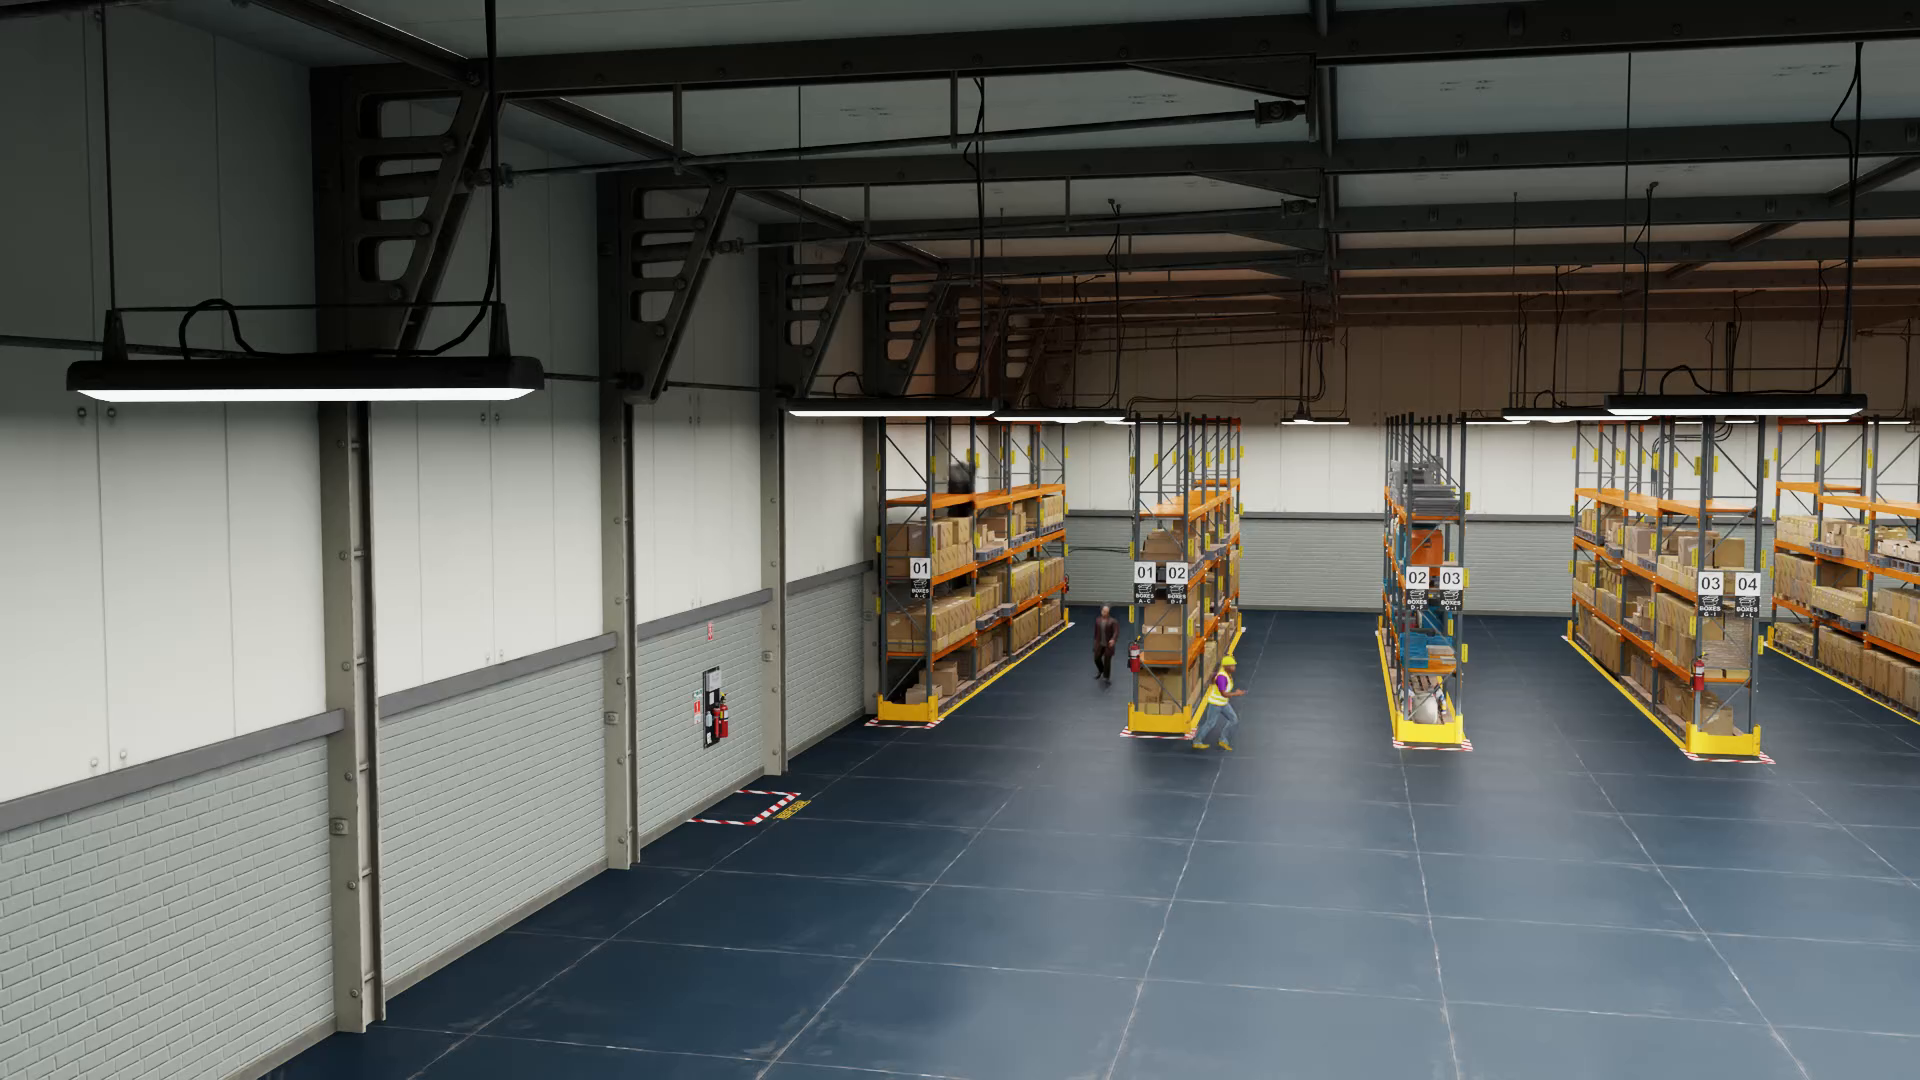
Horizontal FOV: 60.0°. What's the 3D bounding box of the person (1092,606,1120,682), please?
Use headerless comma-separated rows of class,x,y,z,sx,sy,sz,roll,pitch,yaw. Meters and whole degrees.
person,3.238,2.337,37.149,0.706,1.734,0.821,1,4,20

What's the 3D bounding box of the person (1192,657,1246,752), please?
person,4.584,2.899,29.267,0.983,1.734,0.715,2,4,27
